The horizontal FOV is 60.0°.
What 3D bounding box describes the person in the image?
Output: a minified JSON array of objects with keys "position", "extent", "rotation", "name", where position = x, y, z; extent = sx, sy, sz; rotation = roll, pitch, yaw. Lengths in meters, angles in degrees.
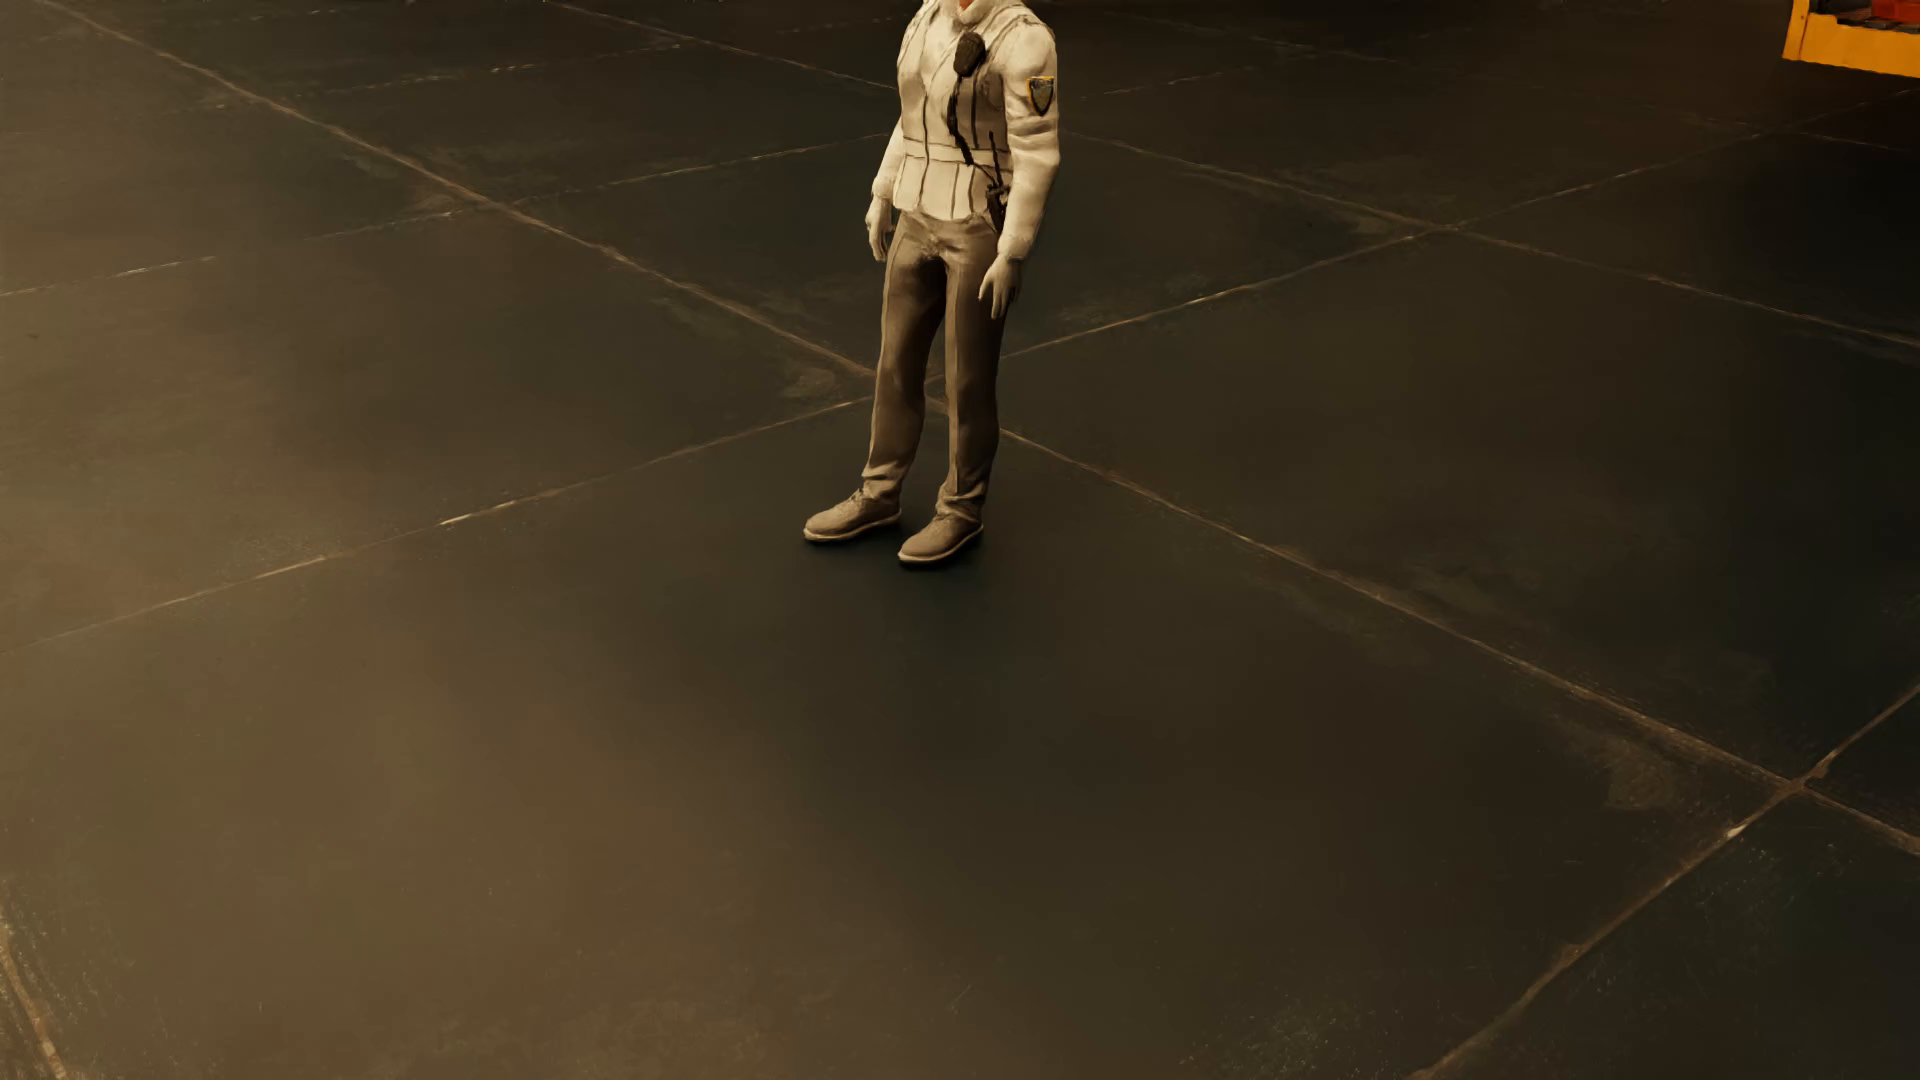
[{"position":[-0.056,-0.749,4.087],"extent":[0.532,1.695,0.586],"rotation":[-20,33,-35],"name":"person"}]
